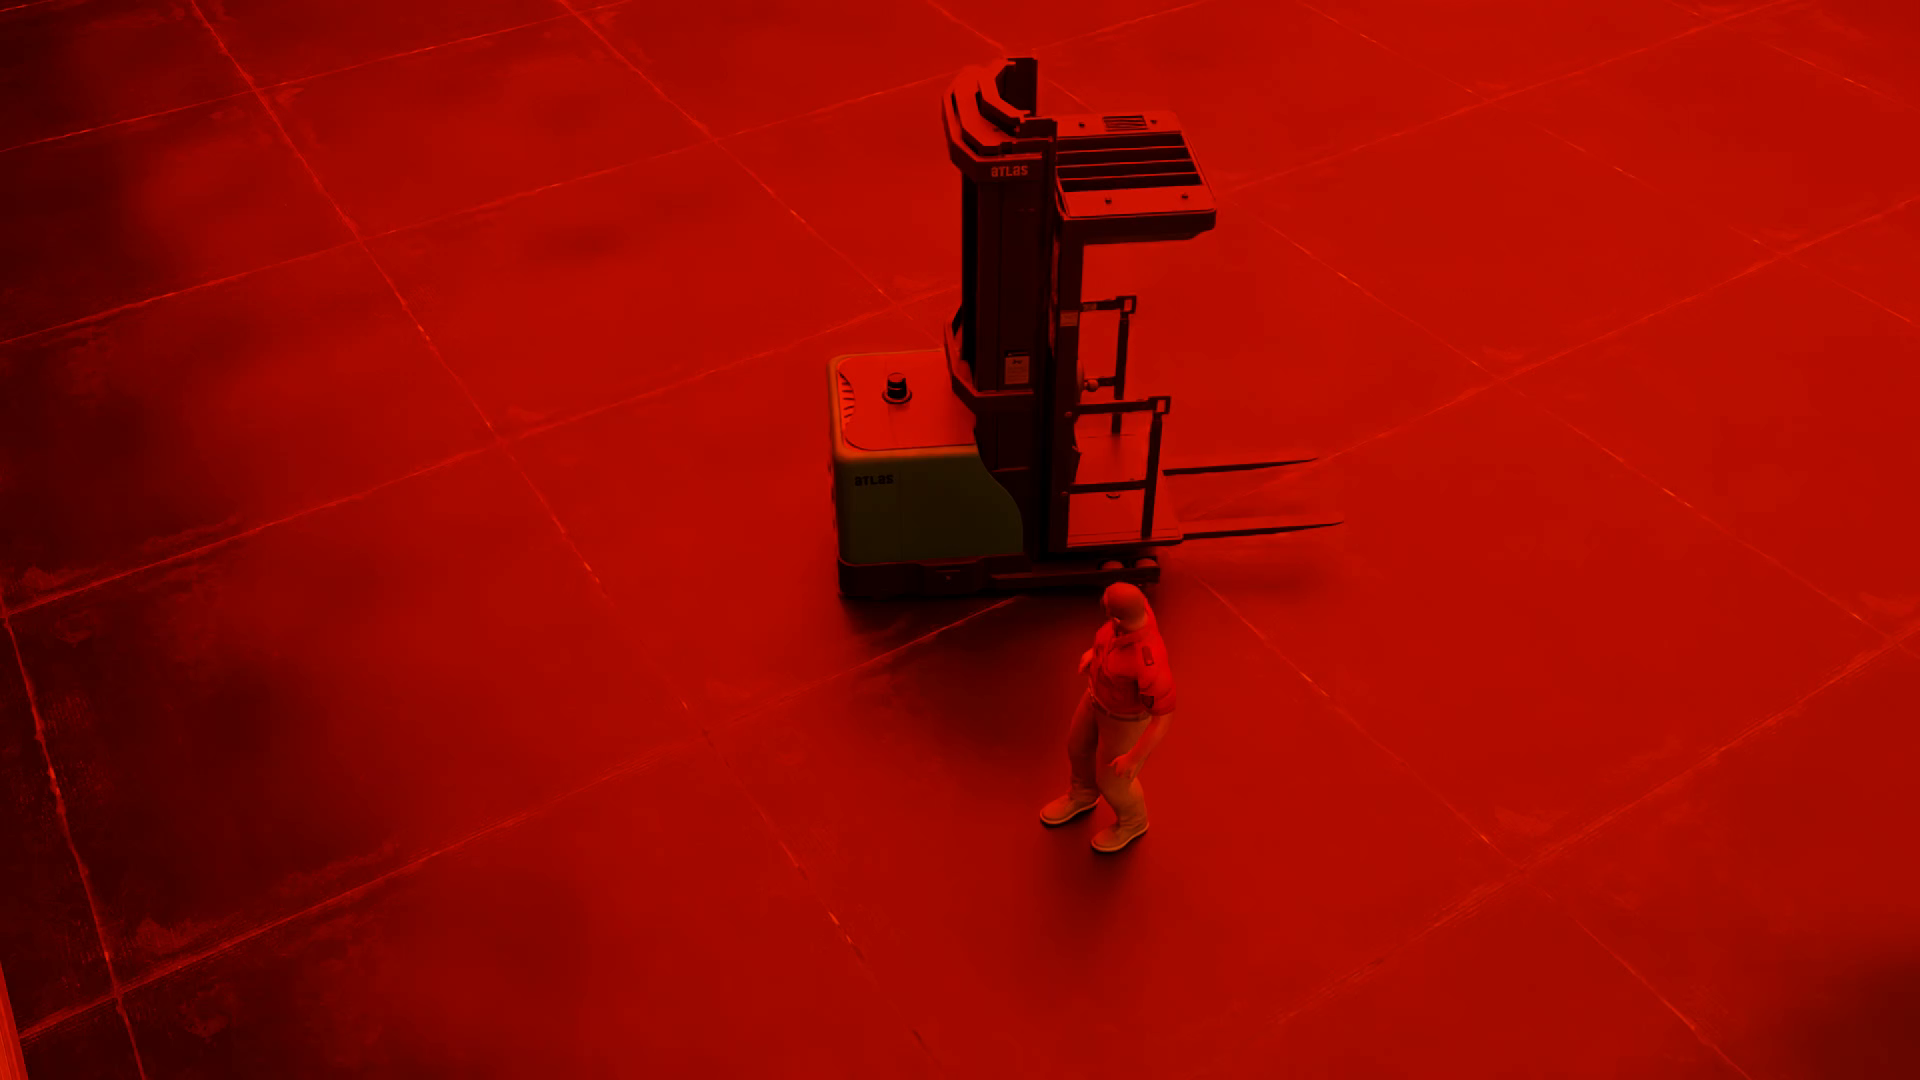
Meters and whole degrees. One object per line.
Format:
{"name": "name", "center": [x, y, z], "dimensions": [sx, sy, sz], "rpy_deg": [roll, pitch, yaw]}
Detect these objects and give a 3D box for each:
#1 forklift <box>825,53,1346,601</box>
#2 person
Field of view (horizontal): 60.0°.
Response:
{"name": "forklift", "center": [0.755, -1.162, 9.201], "dimensions": [3.031, 2.935, 1.130], "rpy_deg": [-4, 41, -5]}
{"name": "person", "center": [0.698, 0.827, 7.851], "dimensions": [0.504, 1.713, 0.747], "rpy_deg": [-13, 43, -14]}
